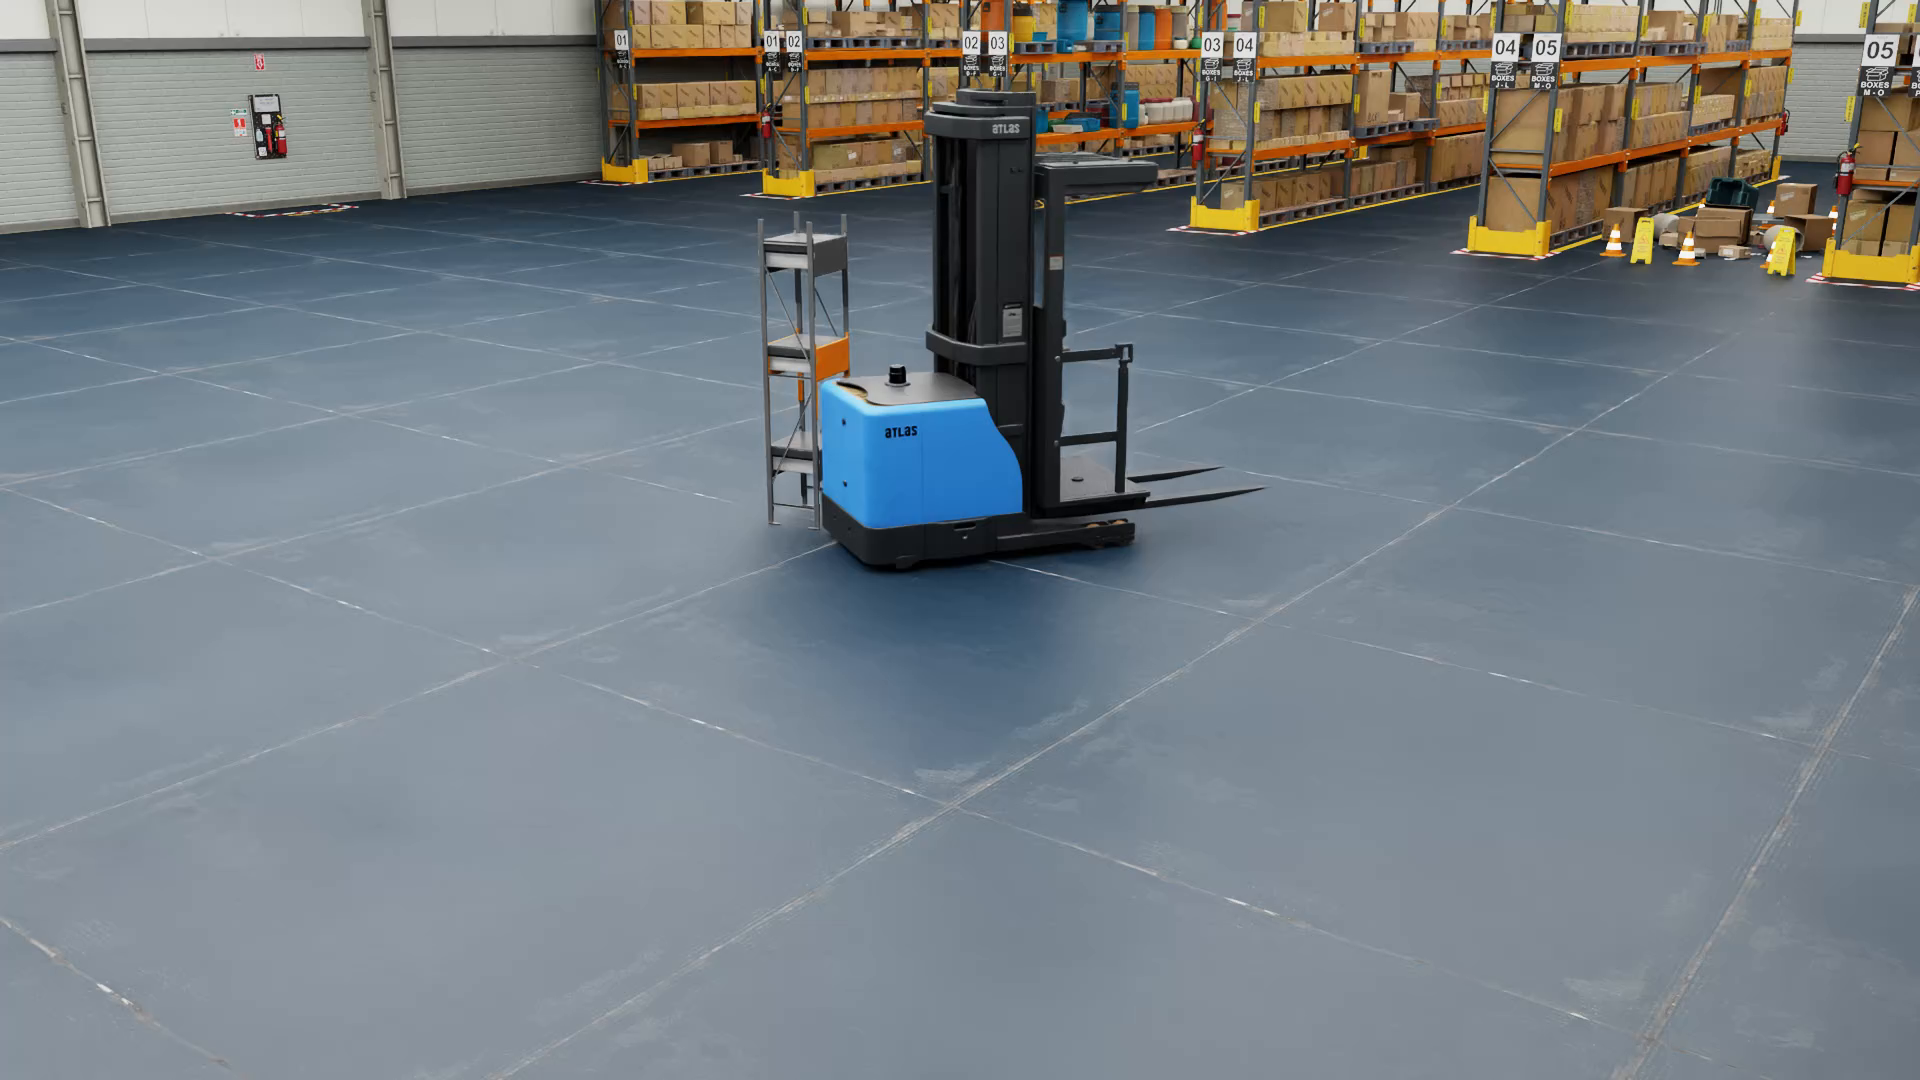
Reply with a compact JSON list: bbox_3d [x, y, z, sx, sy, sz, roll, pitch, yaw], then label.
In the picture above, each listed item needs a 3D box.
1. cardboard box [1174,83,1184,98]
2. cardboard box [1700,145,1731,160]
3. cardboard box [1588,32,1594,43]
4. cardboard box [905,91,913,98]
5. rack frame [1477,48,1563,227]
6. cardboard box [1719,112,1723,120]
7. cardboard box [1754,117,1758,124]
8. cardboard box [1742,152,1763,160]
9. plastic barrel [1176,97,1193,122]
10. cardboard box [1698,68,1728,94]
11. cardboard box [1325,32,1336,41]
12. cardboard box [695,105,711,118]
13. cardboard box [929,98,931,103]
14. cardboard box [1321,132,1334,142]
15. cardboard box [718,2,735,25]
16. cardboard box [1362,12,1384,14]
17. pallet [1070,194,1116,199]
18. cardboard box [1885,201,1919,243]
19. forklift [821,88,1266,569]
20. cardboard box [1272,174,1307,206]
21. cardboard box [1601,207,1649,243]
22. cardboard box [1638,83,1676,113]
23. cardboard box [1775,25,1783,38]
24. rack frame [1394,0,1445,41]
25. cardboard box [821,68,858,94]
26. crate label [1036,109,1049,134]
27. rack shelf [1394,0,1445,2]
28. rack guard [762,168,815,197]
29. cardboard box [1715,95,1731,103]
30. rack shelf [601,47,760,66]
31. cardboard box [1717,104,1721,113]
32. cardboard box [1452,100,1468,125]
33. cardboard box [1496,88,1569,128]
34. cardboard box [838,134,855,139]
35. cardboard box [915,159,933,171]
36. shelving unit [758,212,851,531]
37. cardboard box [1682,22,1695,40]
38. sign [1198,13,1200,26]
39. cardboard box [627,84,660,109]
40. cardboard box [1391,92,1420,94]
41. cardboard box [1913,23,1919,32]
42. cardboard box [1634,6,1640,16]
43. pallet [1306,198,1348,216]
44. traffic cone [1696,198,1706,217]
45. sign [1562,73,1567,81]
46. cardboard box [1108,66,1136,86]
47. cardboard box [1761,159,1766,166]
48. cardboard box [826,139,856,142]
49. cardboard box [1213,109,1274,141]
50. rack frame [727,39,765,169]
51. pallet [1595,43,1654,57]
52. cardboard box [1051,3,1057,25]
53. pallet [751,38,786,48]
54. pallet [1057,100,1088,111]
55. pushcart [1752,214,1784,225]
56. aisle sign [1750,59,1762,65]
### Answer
[{"bbox_3d":[5.692,-12.082,44.923,0.500,0.500,0.500,13,21,35],"label":"cardboard box"},{"bbox_3d":[15.299,-7.851,33.711,0.500,0.250,0.500,12,21,33],"label":"cardboard box"},{"bbox_3d":[9.453,-7.677,25.396,0.380,0.149,0.250,13,21,35],"label":"cardboard box"},{"bbox_3d":[-1.242,-9.651,36.003,0.380,0.149,0.250,12,21,34],"label":"cardboard box"},{"bbox_3d":[8.390,-5.850,25.025,1.000,3.000,0.127,12,21,35],"label":"rack frame"},{"bbox_3d":[15.009,-8.479,33.205,0.380,0.149,0.250,11,20,32],"label":"cardboard box"},{"bbox_3d":[16.717,-8.920,35.335,0.380,0.149,0.250,14,22,37],"label":"cardboard box"},{"bbox_3d":[17.243,-8.355,36.188,0.380,0.149,0.250,13,22,37],"label":"cardboard box"},{"bbox_3d":[4.815,-9.302,35.952,0.421,0.512,0.421,0,17,0],"label":"plastic barrel"},{"bbox_3d":[15.603,-9.536,34.536,0.500,0.500,0.500,12,21,33],"label":"cardboard box"},{"bbox_3d":[6.432,-8.934,29.477,0.380,0.149,0.250,12,21,33],"label":"cardboard box"},{"bbox_3d":[-6.012,-9.741,37.774,0.500,0.250,0.500,13,21,35],"label":"cardboard box"},{"bbox_3d":[-0.922,-11.756,44.433,0.380,0.149,0.250,12,21,35],"label":"cardboard box"},{"bbox_3d":[6.545,-7.294,30.099,0.380,0.149,0.250,12,21,35],"label":"cardboard box"},{"bbox_3d":[-5.484,-11.996,37.871,0.500,0.500,0.500,14,22,38],"label":"cardboard box"},{"bbox_3d":[8.148,-10.068,32.536,0.500,0.500,0.500,12,21,33],"label":"cardboard box"},{"bbox_3d":[2.439,-7.095,33.734,1.003,0.211,1.213,12,21,35],"label":"pallet"},{"bbox_3d":[13.142,-4.394,23.000,0.500,0.500,0.500,12,21,33],"label":"cardboard box"},{"bbox_3d":[0.628,-1.477,11.057,3.031,2.935,1.130,-7,19,-21],"label":"forklift"},{"bbox_3d":[5.938,-6.323,30.053,0.500,0.500,0.500,10,20,30],"label":"cardboard box"},{"bbox_3d":[10.673,-5.059,26.689,0.500,0.500,0.500,-16,23,-41],"label":"cardboard box"},{"bbox_3d":[12.581,-8.055,30.271,0.700,0.500,0.500,12,21,34],"label":"cardboard box"},{"bbox_3d":[17.242,-10.863,35.518,0.500,0.250,0.500,13,21,35],"label":"cardboard box"},{"bbox_3d":[9.234,-11.521,33.171,1.000,3.000,0.127,12,21,35],"label":"rack frame"},{"bbox_3d":[-2.558,-9.538,34.543,0.700,0.500,0.500,13,21,35],"label":"cardboard box"},{"bbox_3d":[1.369,-8.129,32.304,0.502,0.435,0.616,12,21,35],"label":"crate label"},{"bbox_3d":[8.042,-10.510,31.803,1.077,0.370,4.000,12,21,35],"label":"rack shelf"},{"bbox_3d":[-3.501,-7.303,33.917,1.175,0.500,0.348,12,21,35],"label":"rack guard"},{"bbox_3d":[15.298,-8.879,33.490,0.380,0.149,0.250,12,21,33],"label":"cardboard box"},{"bbox_3d":[-6.276,-10.942,37.577,1.077,0.370,4.000,12,21,35],"label":"rack shelf"},{"bbox_3d":[14.840,-8.552,32.940,0.380,0.149,0.250,11,20,32],"label":"cardboard box"},{"bbox_3d":[10.350,-9.018,35.056,0.500,0.500,0.500,12,21,34],"label":"cardboard box"},{"bbox_3d":[8.642,-6.519,25.105,0.875,0.550,0.550,12,21,35],"label":"cardboard box"},{"bbox_3d":[-3.088,-10.118,42.240,0.700,0.500,0.500,13,21,35],"label":"cardboard box"},{"bbox_3d":[-0.664,-8.395,37.147,0.500,0.250,0.500,12,21,33],"label":"cardboard box"},{"bbox_3d":[-1.052,-1.160,11.437,0.431,2.100,0.503,7,19,23],"label":"shelving unit"},{"bbox_3d":[12.775,-9.092,29.680,0.500,0.311,0.500,12,21,35],"label":"cardboard box"},{"bbox_3d":[6.481,-14.066,44.929,0.100,0.325,0.005,12,21,35],"label":"sign"},{"bbox_3d":[-6.941,-9.733,36.484,0.500,0.500,0.500,12,21,35],"label":"cardboard box"},{"bbox_3d":[8.944,-8.769,33.547,0.500,0.500,0.500,10,20,28],"label":"cardboard box"},{"bbox_3d":[12.801,-6.742,21.917,0.380,0.149,0.250,12,21,34],"label":"cardboard box"},{"bbox_3d":[10.812,-8.601,27.028,0.380,0.149,0.250,12,21,34],"label":"cardboard box"},{"bbox_3d":[6.479,-6.206,30.871,1.003,0.211,1.213,12,21,35],"label":"pallet"},{"bbox_3d":[12.785,-5.644,28.639,0.336,0.463,0.334,12,21,35],"label":"traffic cone"},{"bbox_3d":[14.428,-11.129,39.670,0.100,0.325,0.005,12,21,35],"label":"sign"},{"bbox_3d":[4.170,-11.948,42.807,0.500,0.500,0.500,13,22,36],"label":"cardboard box"},{"bbox_3d":[17.530,-8.342,36.646,0.380,0.149,0.250,11,21,32],"label":"cardboard box"},{"bbox_3d":[-2.523,-8.288,35.538,0.500,0.500,0.500,12,21,35],"label":"cardboard box"},{"bbox_3d":[4.817,-7.067,28.272,0.875,0.500,0.500,12,21,35],"label":"cardboard box"},{"bbox_3d":[-5.084,-10.329,39.449,1.000,3.000,0.127,12,21,35],"label":"rack frame"},{"bbox_3d":[11.280,-8.371,28.408,0.805,0.209,1.217,11,21,33],"label":"pallet"},{"bbox_3d":[2.153,-12.711,40.206,0.500,0.500,0.500,12,21,35],"label":"cardboard box"},{"bbox_3d":[-4.630,-11.801,39.445,1.213,0.211,1.003,12,21,35],"label":"pallet"},{"bbox_3d":[2.435,-10.780,41.223,1.003,0.211,1.213,12,21,35],"label":"pallet"},{"bbox_3d":[12.948,-5.091,27.002,1.648,0.377,0.936,5,18,16],"label":"pushcart"},{"bbox_3d":[17.726,-10.973,37.138,0.394,0.787,0.004,12,21,35],"label":"aisle sign"}]
